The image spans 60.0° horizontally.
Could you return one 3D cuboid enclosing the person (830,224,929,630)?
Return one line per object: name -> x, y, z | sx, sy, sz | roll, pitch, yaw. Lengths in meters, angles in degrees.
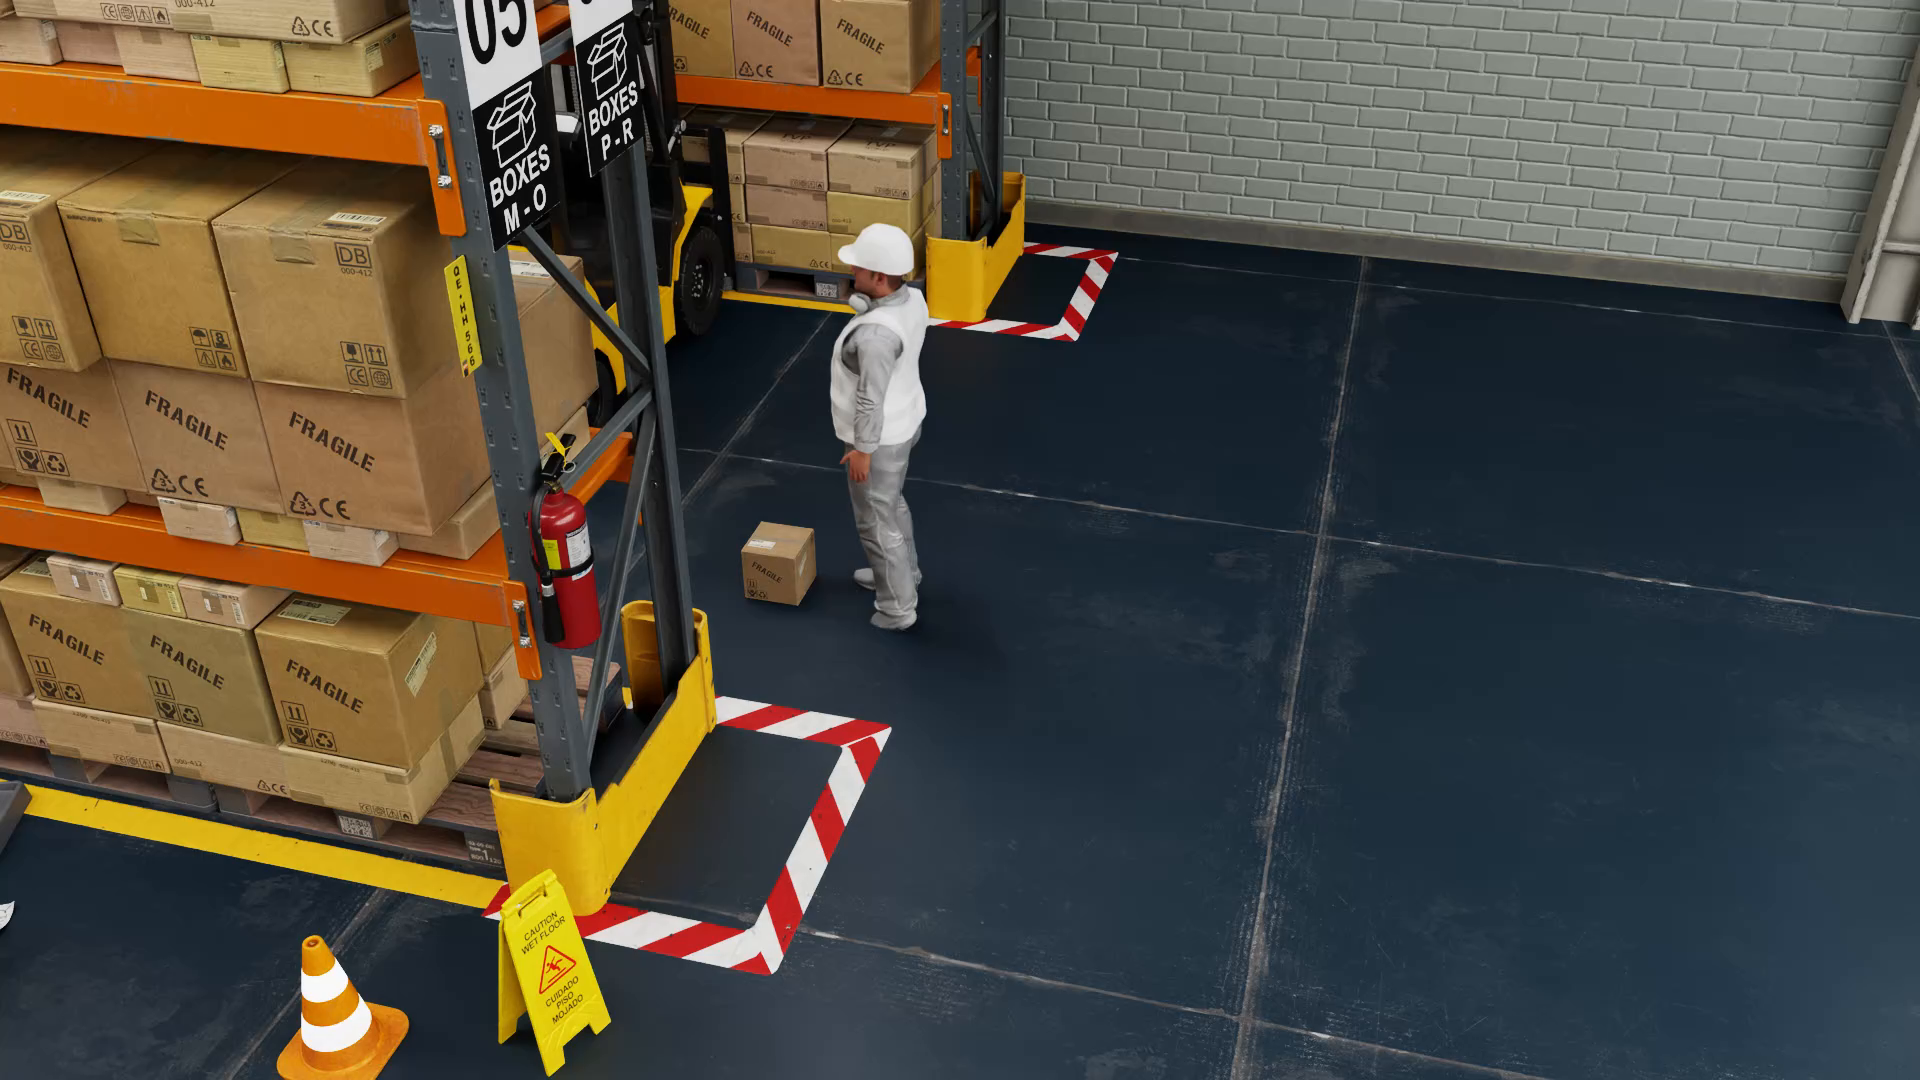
person -> -0.335, -0.434, 6.860 | 0.374, 1.838, 0.534 | 9, 34, 13
